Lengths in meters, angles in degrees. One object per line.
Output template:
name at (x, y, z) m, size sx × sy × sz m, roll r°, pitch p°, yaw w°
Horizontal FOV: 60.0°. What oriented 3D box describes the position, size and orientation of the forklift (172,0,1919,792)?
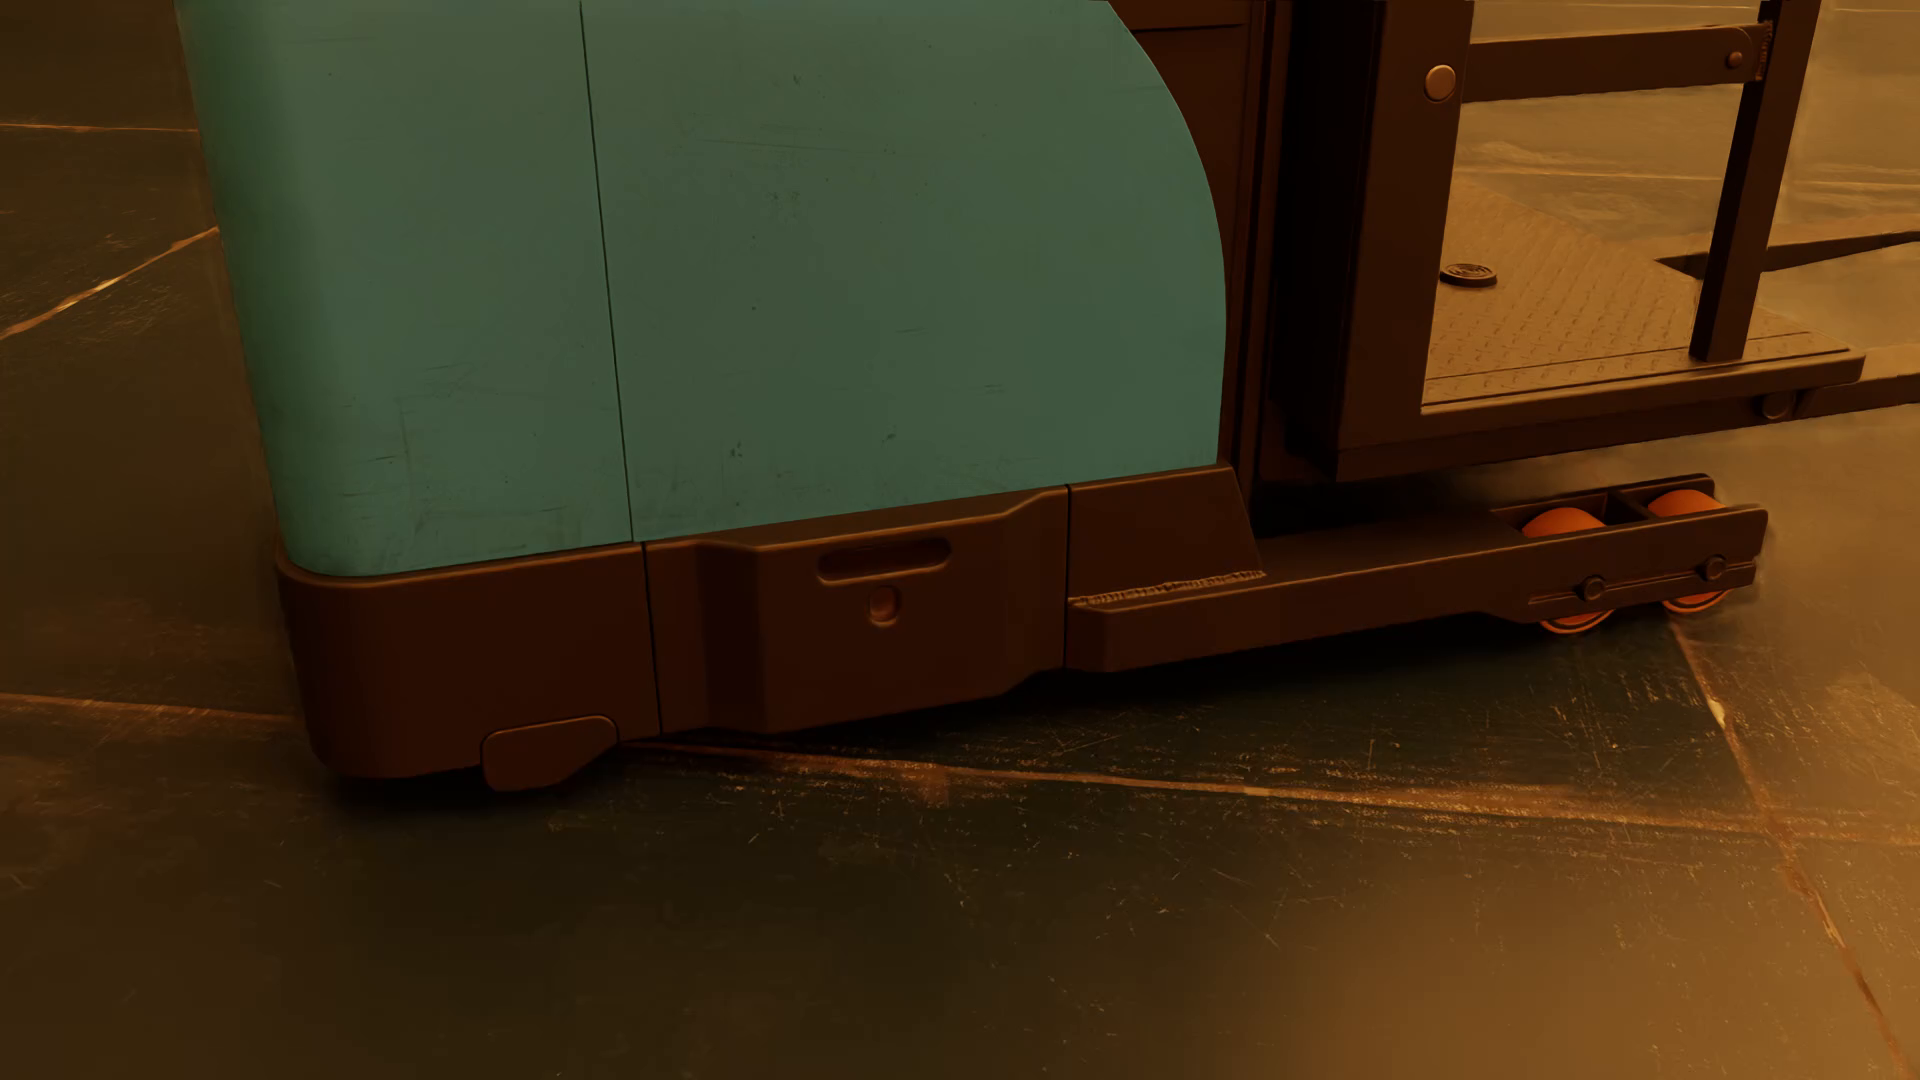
forklift at (0.583, -1.401, 2.026) m, size 3.031 × 2.935 × 1.130 m, roll -8°, pitch 28°, yaw -16°
